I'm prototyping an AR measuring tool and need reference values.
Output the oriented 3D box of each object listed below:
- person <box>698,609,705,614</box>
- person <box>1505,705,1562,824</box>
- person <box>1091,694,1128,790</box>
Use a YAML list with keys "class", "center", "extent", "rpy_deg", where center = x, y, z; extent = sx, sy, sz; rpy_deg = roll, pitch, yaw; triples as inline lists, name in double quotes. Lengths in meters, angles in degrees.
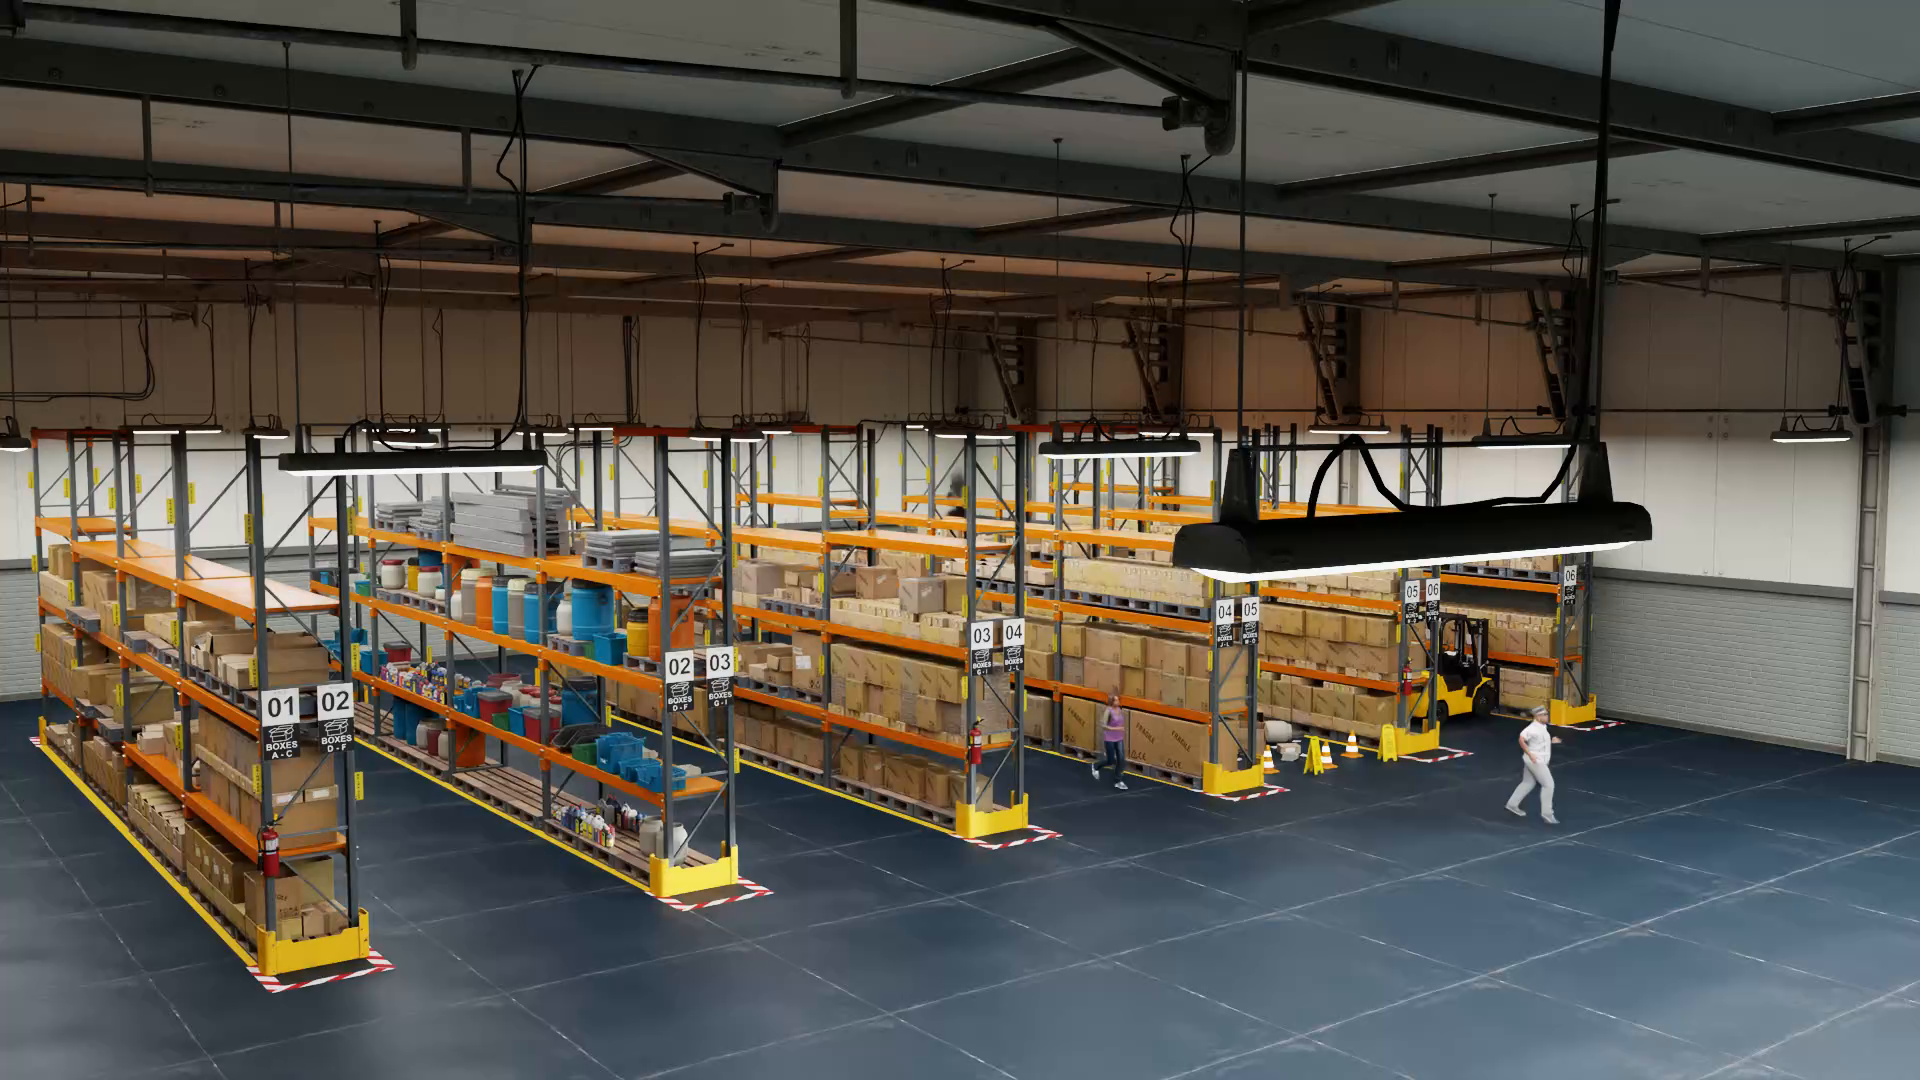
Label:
- class: "person"
  center: [-6.106, 2.449, 39.026]
  extent: [0.610, 1.698, 0.760]
  rpy_deg: [-2, 5, -20]
- class: "person"
  center: [8.855, 3.449, 25.637]
  extent: [0.797, 1.846, 0.630]
  rpy_deg: [1, 5, 15]
- class: "person"
  center: [2.532, 3.350, 27.847]
  extent: [0.557, 1.573, 0.767]
  rpy_deg: [-4, 6, -44]
